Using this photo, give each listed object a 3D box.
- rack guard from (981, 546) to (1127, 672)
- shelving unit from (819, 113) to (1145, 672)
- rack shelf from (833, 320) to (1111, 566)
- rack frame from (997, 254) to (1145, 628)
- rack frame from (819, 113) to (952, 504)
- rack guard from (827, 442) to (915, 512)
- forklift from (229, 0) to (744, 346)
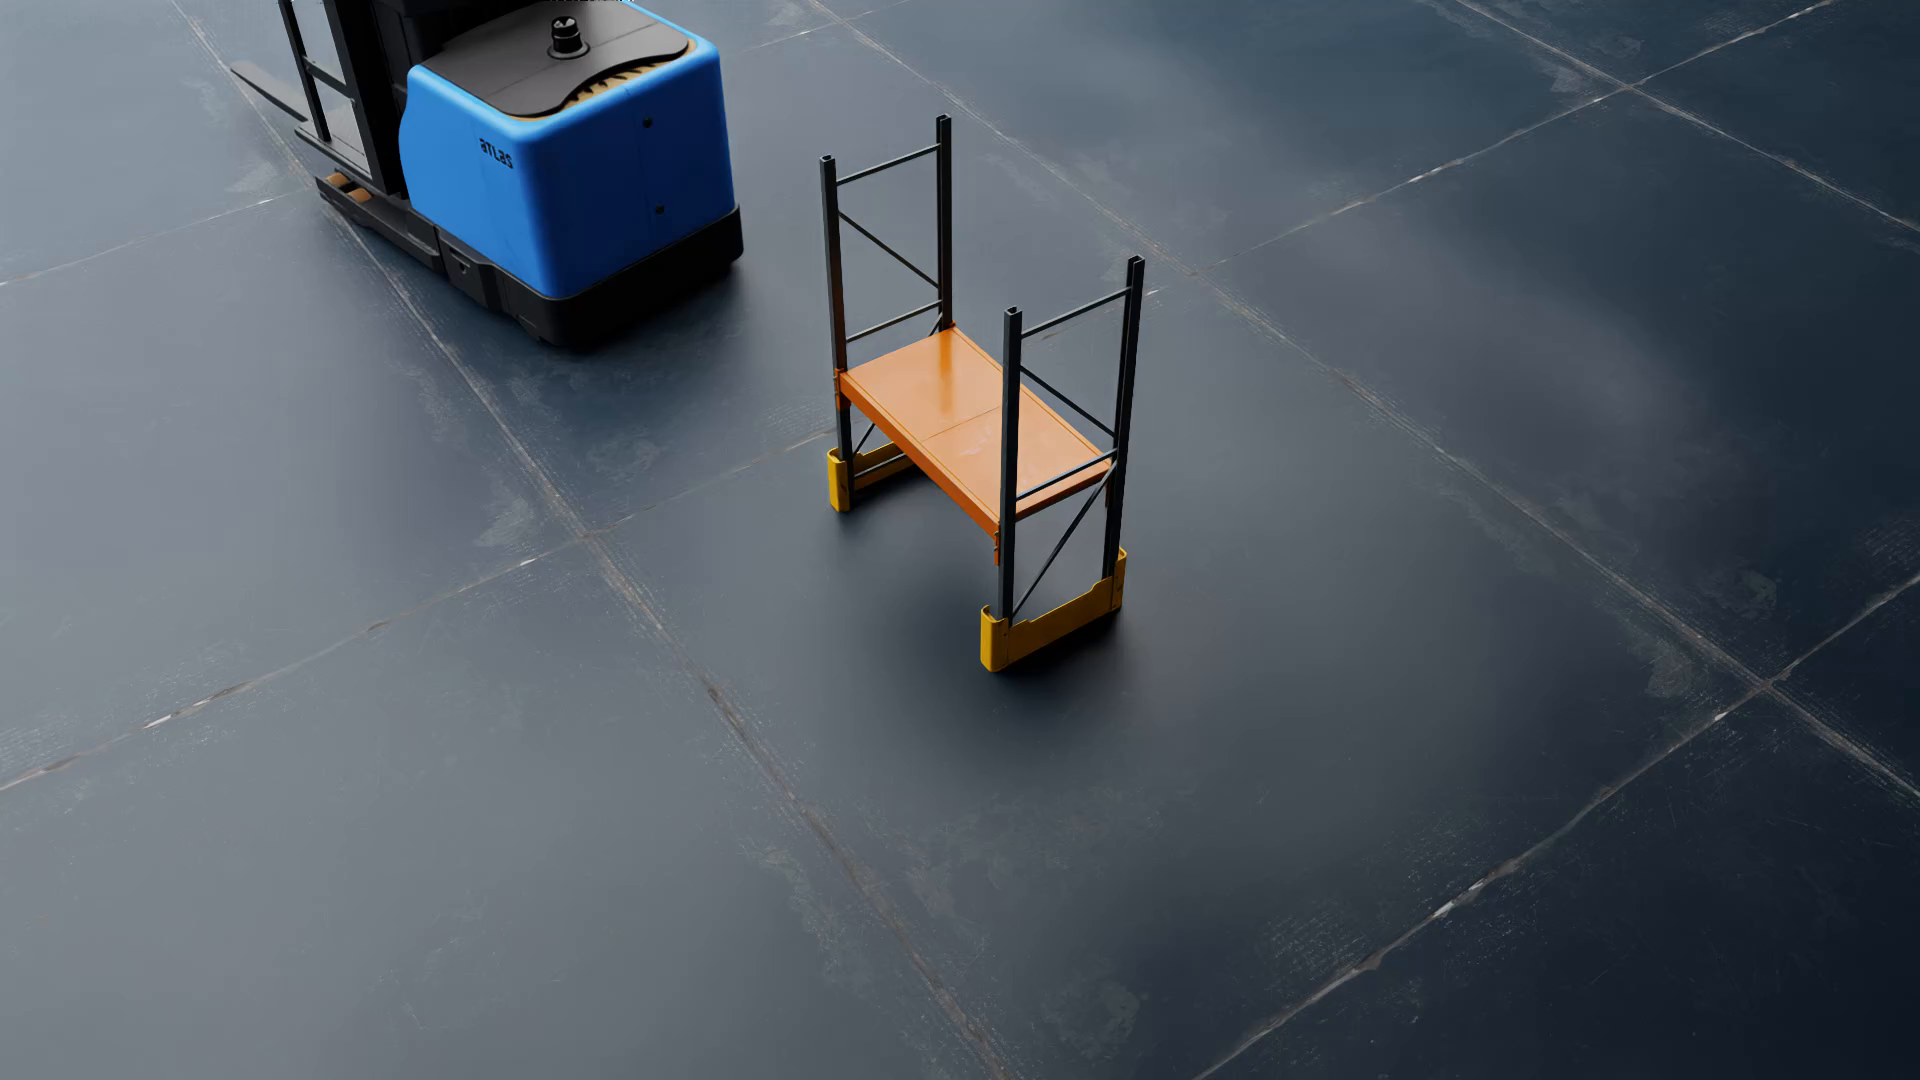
[{"bbox_3d":[0.329,0.235,5.823,0.587,0.250,0.087,-26,49,-24],"label":"rack guard"},{"bbox_3d":[0.044,-0.499,5.687,0.587,1.500,1.083,-26,49,-24],"label":"shelving unit"},{"bbox_3d":[0.049,-0.364,5.806,0.538,0.185,1.000,-26,49,-24],"label":"rack shelf"},{"bbox_3d":[0.340,-0.206,5.380,0.500,1.500,0.032,-26,49,-24],"label":"rack frame"},{"bbox_3d":[-0.242,-0.782,5.983,0.500,1.500,0.032,-26,49,-24],"label":"rack frame"},{"bbox_3d":[-0.241,-0.329,6.414,0.587,0.250,0.087,-26,49,-24],"label":"rack guard"},{"bbox_3d":[-2.395,-2.772,7.031,3.031,2.935,1.130,33,53,30],"label":"forklift"}]
